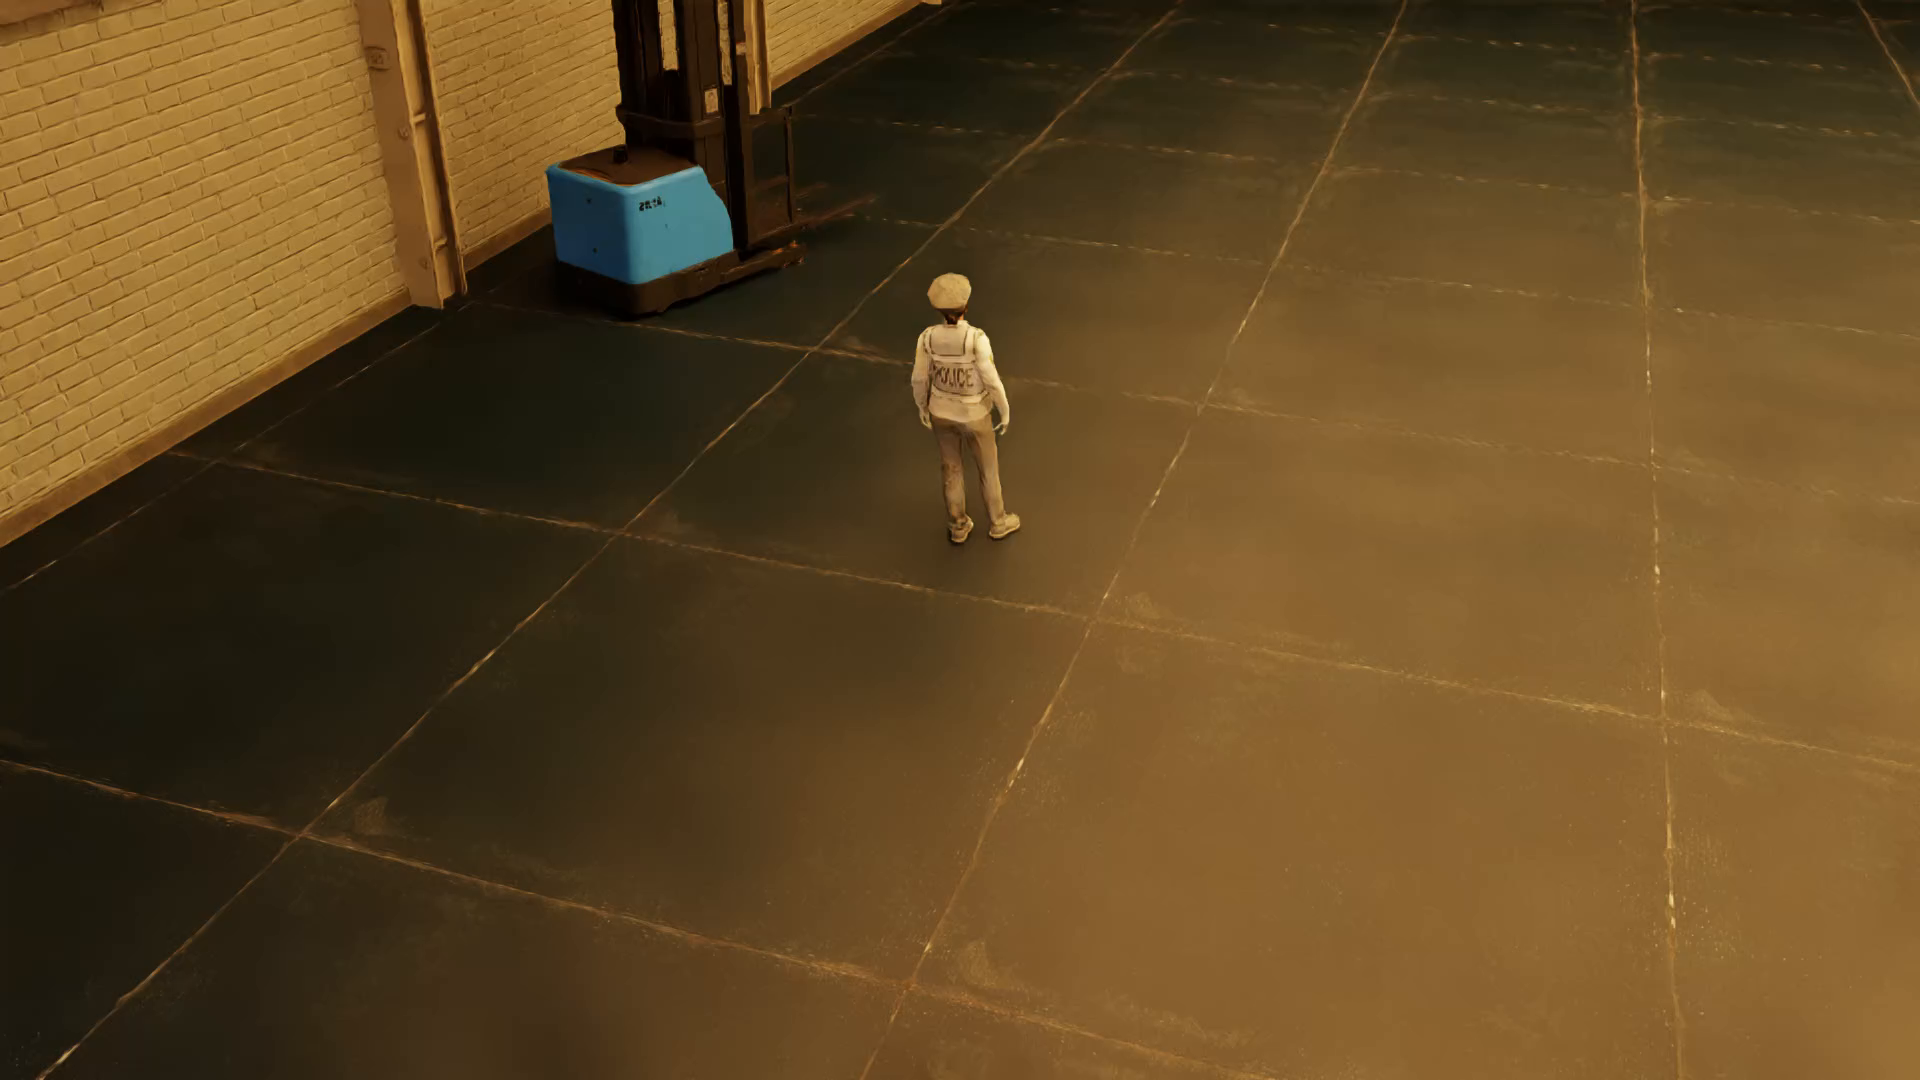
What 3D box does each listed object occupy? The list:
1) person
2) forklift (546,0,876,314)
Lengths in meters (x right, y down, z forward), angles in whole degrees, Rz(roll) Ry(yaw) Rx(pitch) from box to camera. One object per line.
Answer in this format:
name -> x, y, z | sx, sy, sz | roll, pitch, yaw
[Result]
person -> 0.029, -0.773, 9.727 | 0.586, 1.695, 0.533 | 10, 31, 16
forklift -> -1.970, -3.715, 13.654 | 1.130, 2.935, 3.031 | 22, 36, 33
